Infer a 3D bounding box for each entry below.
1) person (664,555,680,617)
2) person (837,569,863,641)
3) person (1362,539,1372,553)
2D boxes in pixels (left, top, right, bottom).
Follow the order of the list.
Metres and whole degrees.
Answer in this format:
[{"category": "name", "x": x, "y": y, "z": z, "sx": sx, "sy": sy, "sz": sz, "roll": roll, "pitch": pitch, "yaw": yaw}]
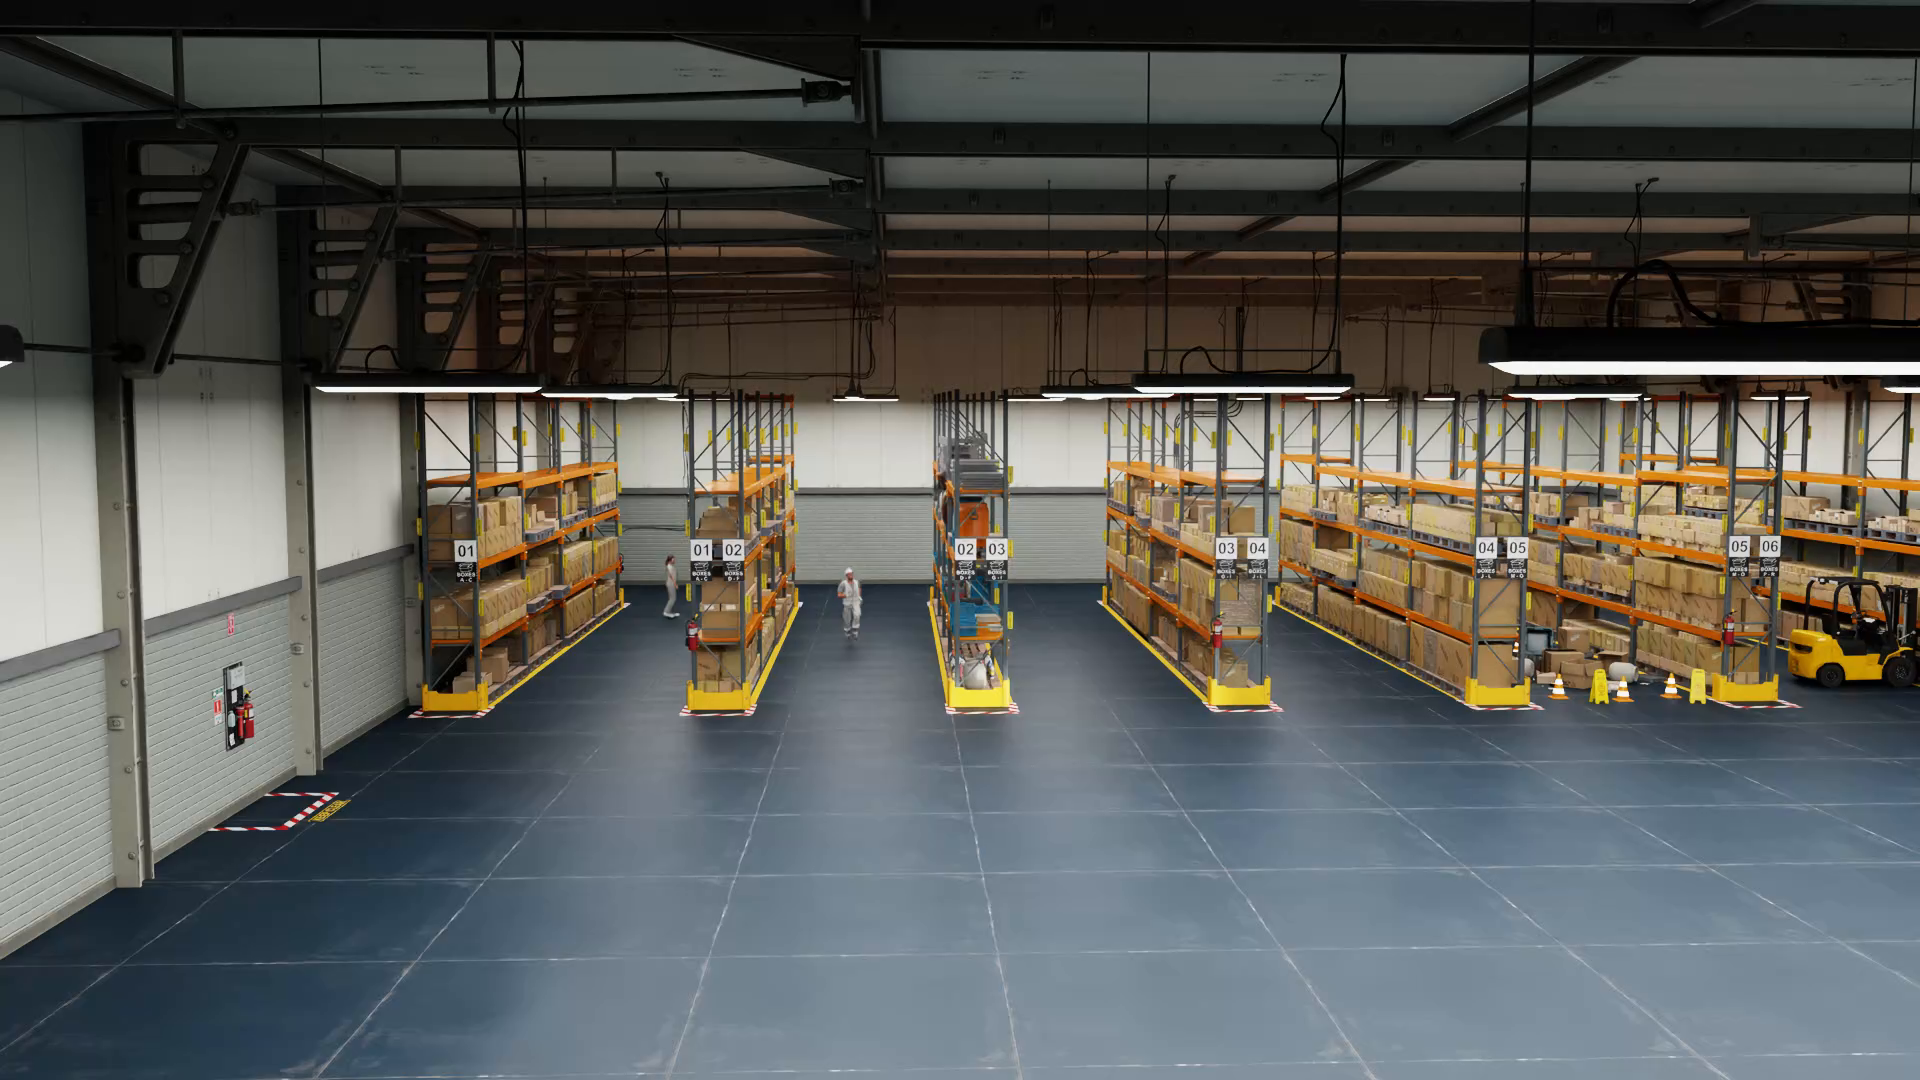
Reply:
[{"category": "person", "x": -7.748, "y": 1.235, "z": 44.631, "sx": 0.429, "sy": 1.684, "sz": 0.517, "roll": -1, "pitch": 5, "yaw": -7}, {"category": "person", "x": -2.563, "y": 1.528, "z": 38.857, "sx": 0.599, "sy": 1.731, "sz": 0.885, "roll": 0, "pitch": 5, "yaw": -6}, {"category": "person", "x": 12.428, "y": 0.767, "z": 50.642, "sx": 0.855, "sy": 1.632, "sz": 0.483, "roll": -1, "pitch": 5, "yaw": -10}]
